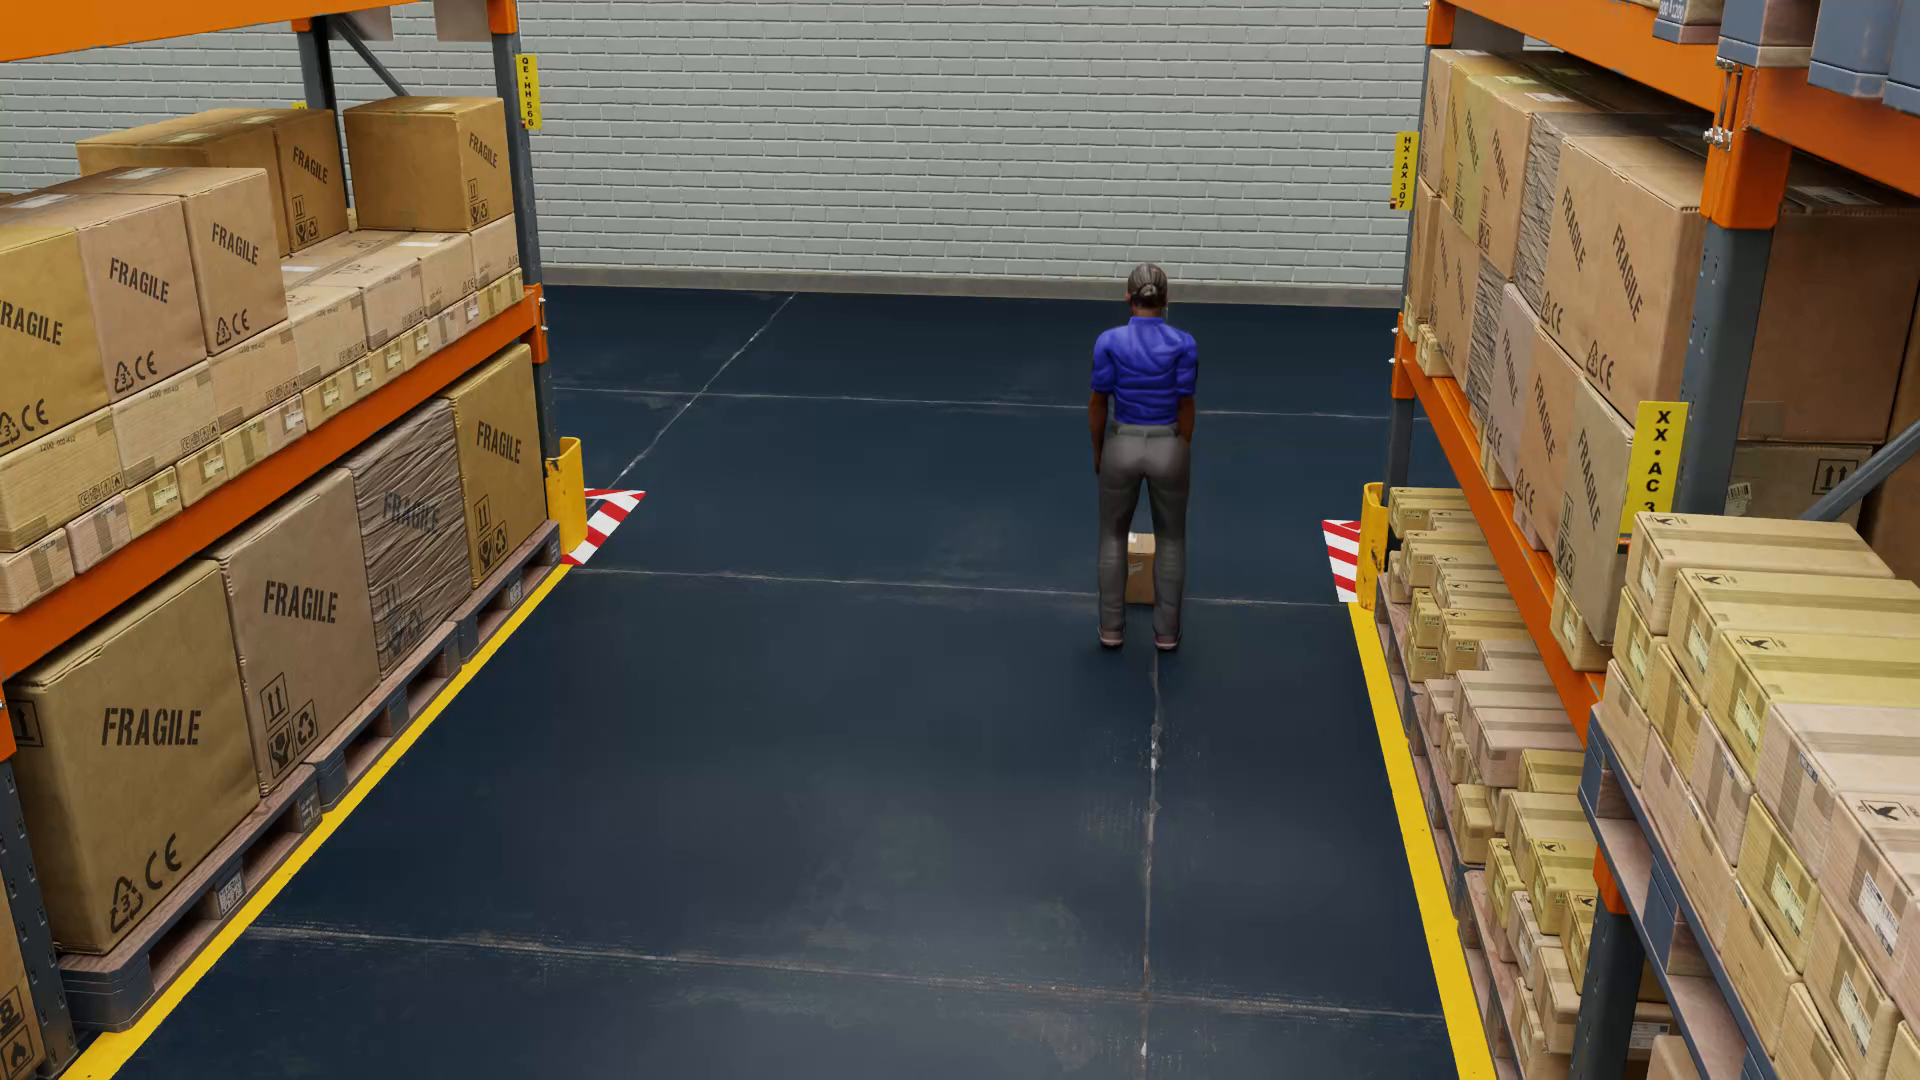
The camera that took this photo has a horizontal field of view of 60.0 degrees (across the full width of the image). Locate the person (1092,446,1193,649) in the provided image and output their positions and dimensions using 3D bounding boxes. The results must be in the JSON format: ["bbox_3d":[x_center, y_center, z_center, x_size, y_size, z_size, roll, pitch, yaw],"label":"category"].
[{"bbox_3d":[0.800,0.045,7.300,0.454,0.775,0.850,2,21,5],"label":"person"}]
